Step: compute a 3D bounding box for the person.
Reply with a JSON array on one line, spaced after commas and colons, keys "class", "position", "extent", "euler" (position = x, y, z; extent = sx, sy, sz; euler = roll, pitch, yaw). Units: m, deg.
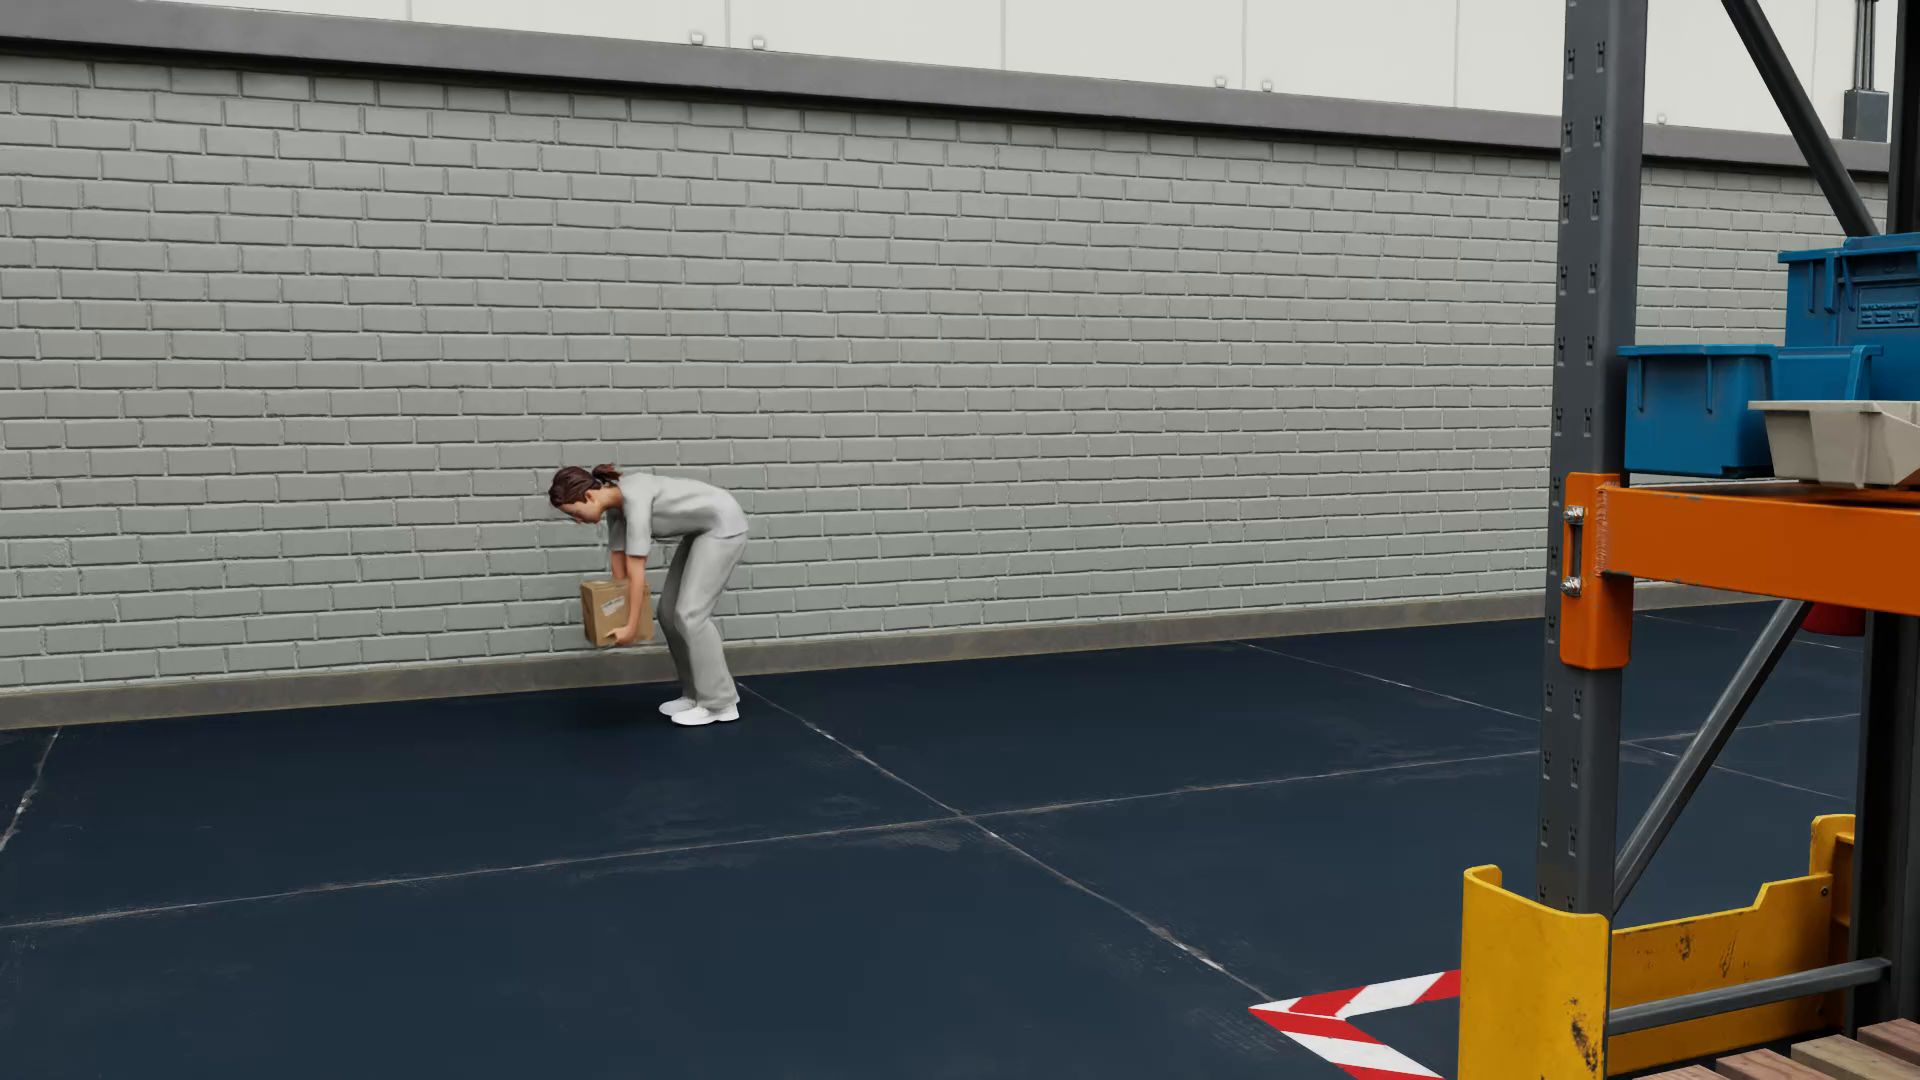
[{"class": "person", "position": [-1.354, 0.236, 7.280], "extent": [0.864, 1.149, 0.422], "euler": [-3, 6, -25]}]
